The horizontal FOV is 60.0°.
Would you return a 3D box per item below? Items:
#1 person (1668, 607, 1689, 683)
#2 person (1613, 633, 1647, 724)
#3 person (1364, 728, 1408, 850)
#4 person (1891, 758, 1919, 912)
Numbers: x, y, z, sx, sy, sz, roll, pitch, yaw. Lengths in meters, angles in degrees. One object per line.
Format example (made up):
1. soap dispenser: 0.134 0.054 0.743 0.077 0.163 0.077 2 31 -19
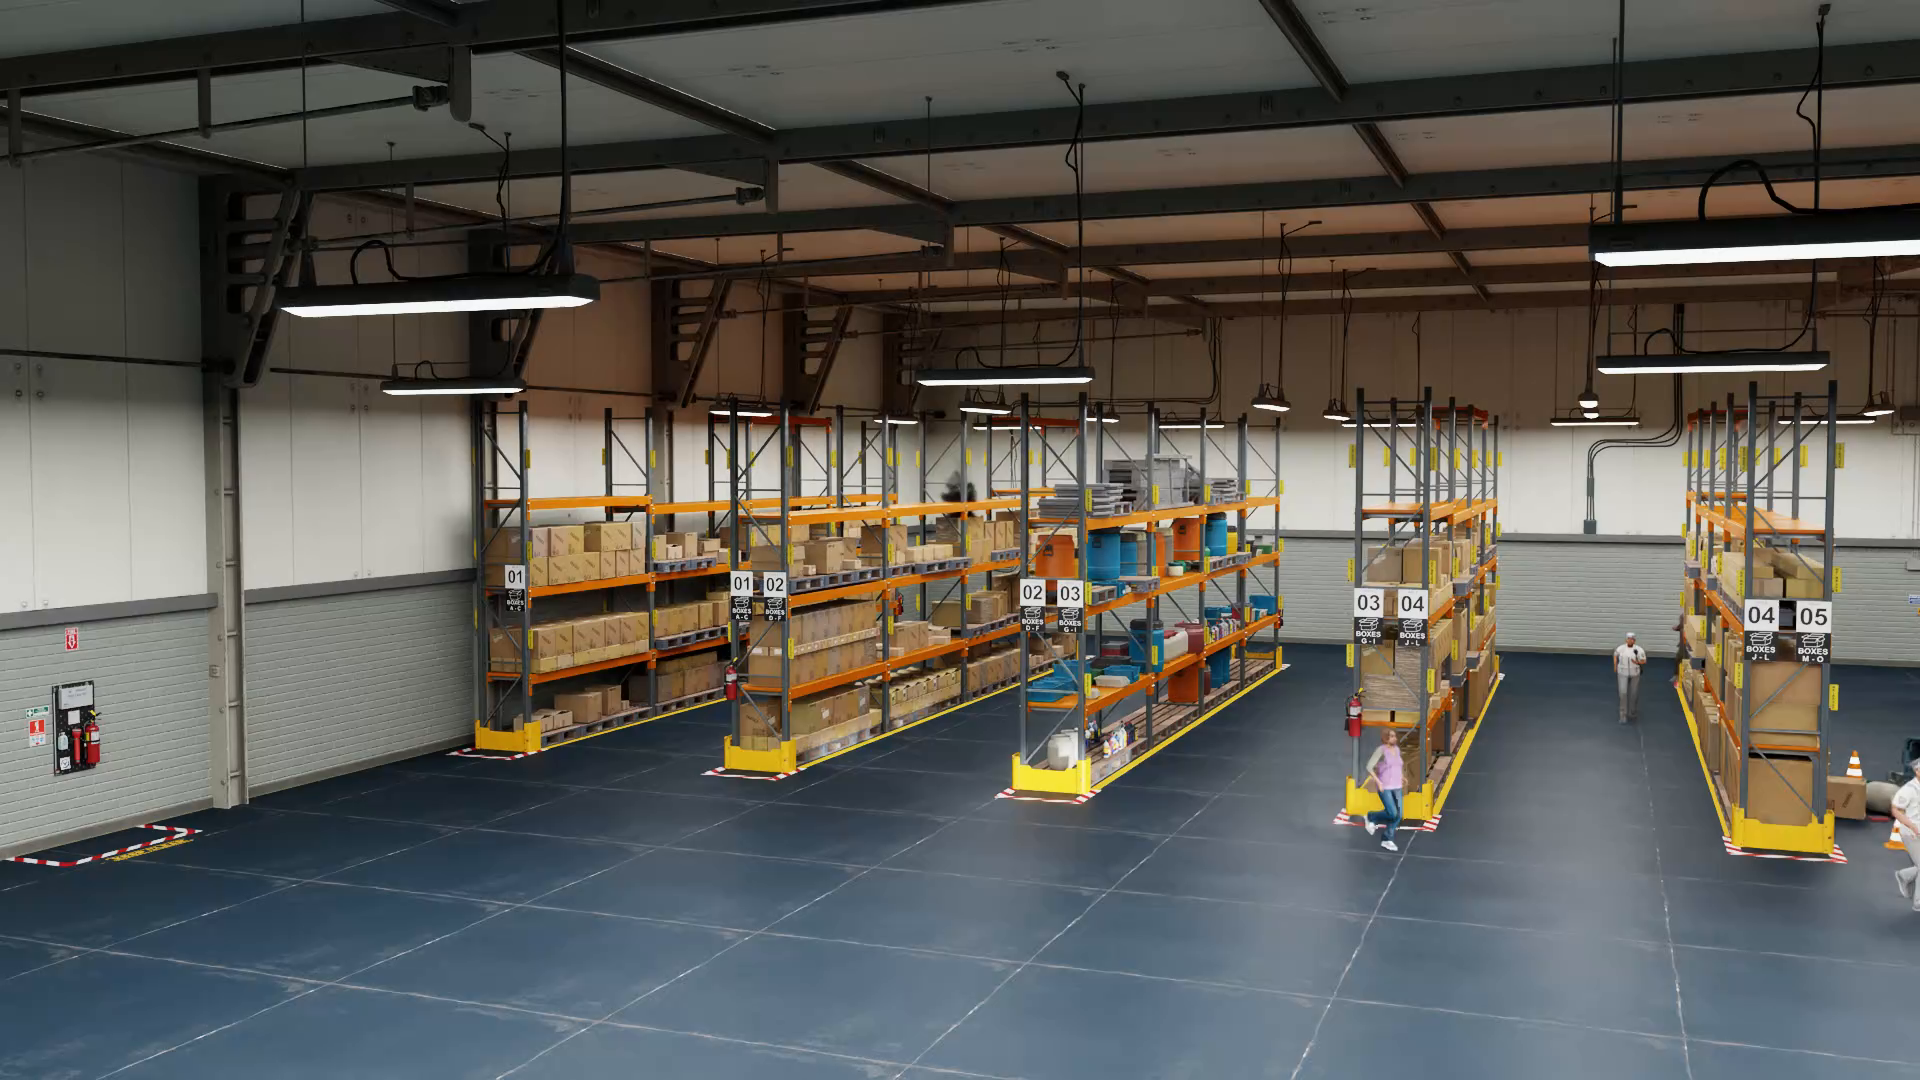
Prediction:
1. person: 16.392 2.293 37.369 0.940 1.841 0.753 0 3 9
2. person: 12.802 2.614 31.796 0.594 1.698 0.873 1 3 21
3. person: 5.494 3.237 21.433 0.548 1.468 0.549 -2 3 -29
4. person: 10.595 3.234 18.359 0.656 1.739 0.644 -1 3 -24
